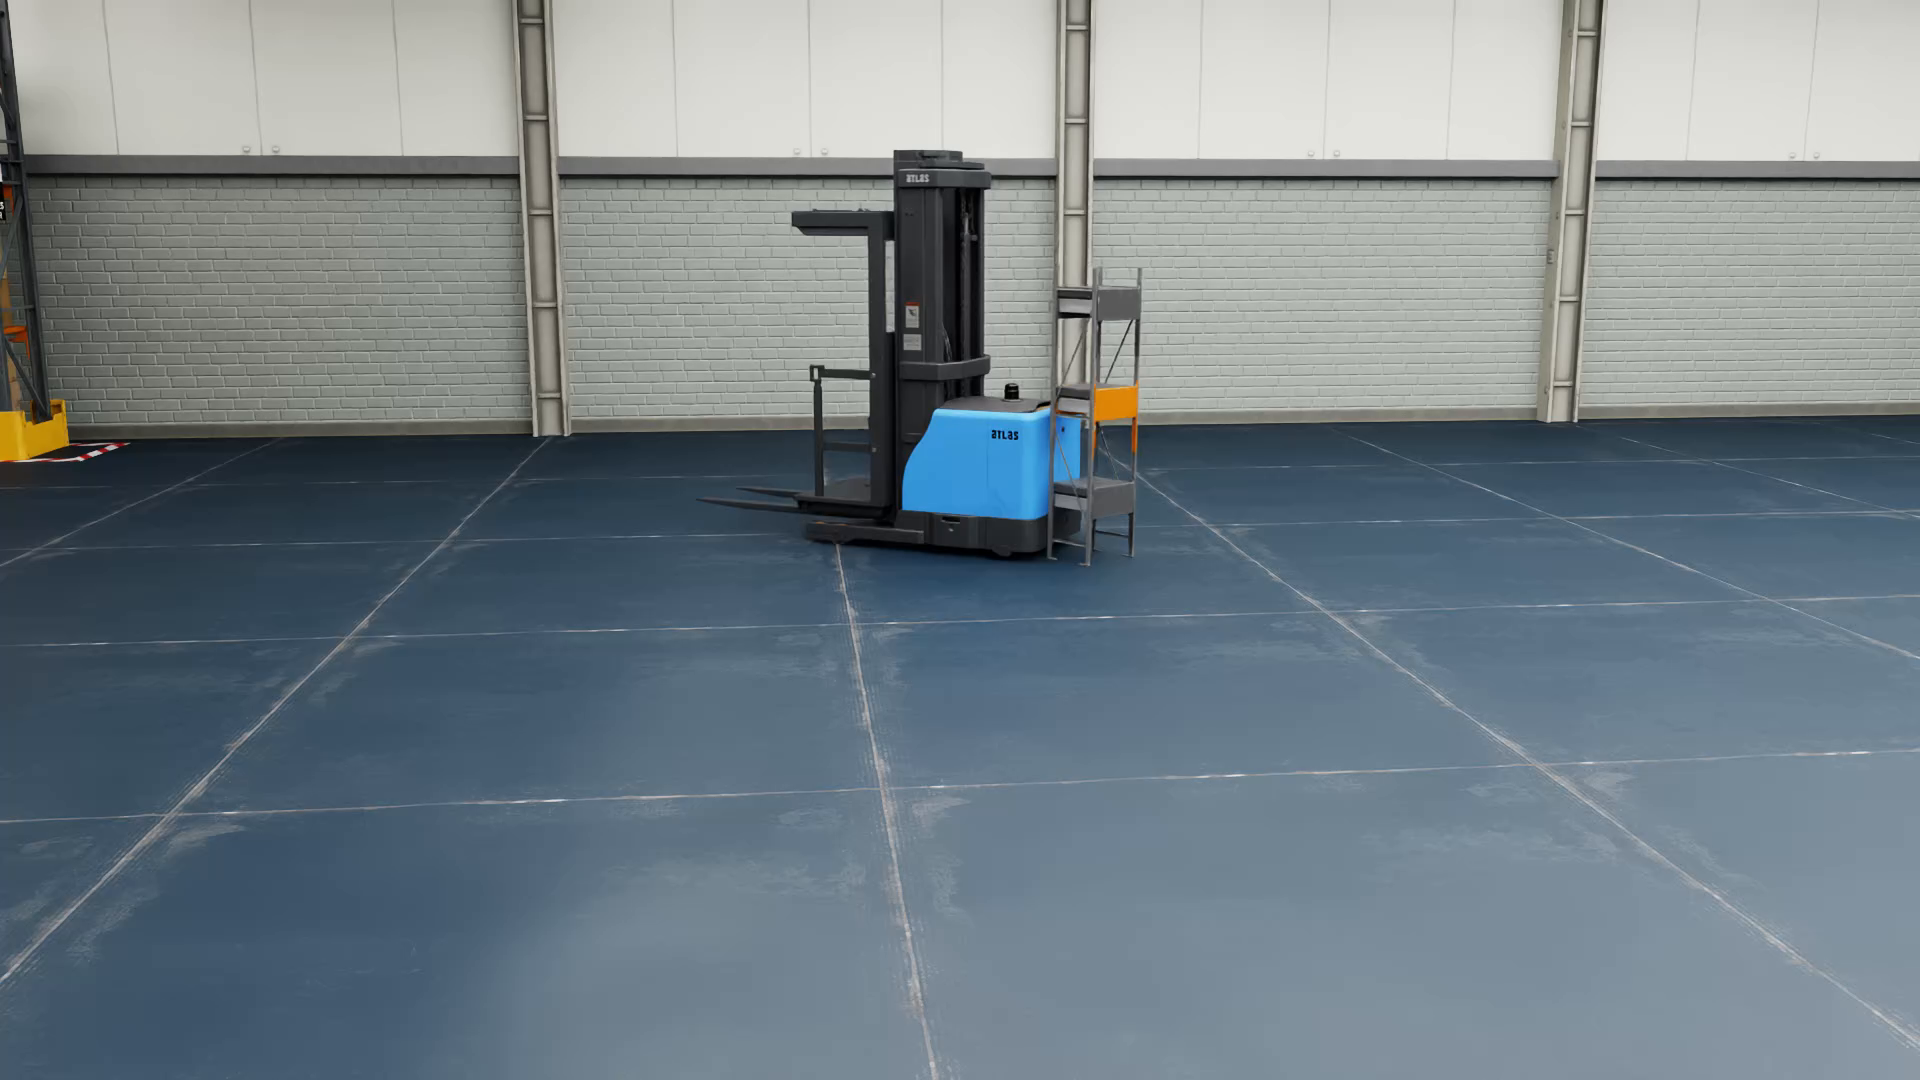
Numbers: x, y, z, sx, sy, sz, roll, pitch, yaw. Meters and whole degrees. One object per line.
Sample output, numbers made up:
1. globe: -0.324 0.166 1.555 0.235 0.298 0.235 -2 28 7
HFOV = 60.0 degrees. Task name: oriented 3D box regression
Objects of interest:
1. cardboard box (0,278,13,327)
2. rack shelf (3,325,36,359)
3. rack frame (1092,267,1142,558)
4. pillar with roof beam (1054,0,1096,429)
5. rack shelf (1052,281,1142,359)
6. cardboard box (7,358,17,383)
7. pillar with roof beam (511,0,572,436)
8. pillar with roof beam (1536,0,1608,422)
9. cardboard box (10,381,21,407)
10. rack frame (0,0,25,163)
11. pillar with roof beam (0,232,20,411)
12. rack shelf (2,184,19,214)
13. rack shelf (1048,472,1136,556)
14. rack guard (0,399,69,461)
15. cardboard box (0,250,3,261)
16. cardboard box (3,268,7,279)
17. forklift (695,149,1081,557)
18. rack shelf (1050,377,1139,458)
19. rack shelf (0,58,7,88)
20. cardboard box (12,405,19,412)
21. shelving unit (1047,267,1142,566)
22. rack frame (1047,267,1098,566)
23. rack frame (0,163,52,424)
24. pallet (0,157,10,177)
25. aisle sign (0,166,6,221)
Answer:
1. cardboard box: -10.355 -2.486 17.481 0.500 0.500 0.500 -1 11 -4
2. rack shelf: -11.821 -2.000 17.129 4.000 0.370 1.077 -1 11 -6
3. rack frame: 1.139 -0.930 12.156 0.400 2.100 0.015 11 15 44
4. pillar with roof beam: 1.773 -4.921 14.571 0.400 9.000 9.100 -1 11 -6
5. rack shelf: 0.975 -1.576 11.860 0.431 0.518 0.480 11 15 44
6. cardboard box: -10.331 -1.768 17.534 0.500 0.250 0.500 -1 11 -7
7. pillar with roof beam: -4.192 -4.796 13.935 0.400 9.000 9.100 -1 11 -6
8. pillar with roof beam: 7.737 -5.046 15.207 0.400 9.000 9.100 -1 11 -6
9. cardboard box: -10.322 -1.527 17.601 0.500 0.250 0.500 -1 11 -5
10. rack frame: -9.833 -5.338 16.693 0.127 3.000 1.000 -1 11 -6
11. pillar with roof beam: -10.157 -4.671 13.299 0.400 9.000 9.100 -1 11 -6
12. rack shelf: -11.821 -3.472 16.840 4.000 0.370 1.077 -1 11 -6
13. rack shelf: 0.959 -0.199 12.116 0.431 0.518 0.480 11 15 44
14. rack guard: -9.809 -1.168 17.516 0.348 0.500 1.175 -1 11 -6
15. cardboard box: -10.190 -2.942 17.344 0.250 0.149 0.380 -1 11 -7
16. cardboard box: -10.198 -2.805 17.417 0.250 0.149 0.380 -1 11 -8
17. forklift: -0.625 -1.485 12.824 3.031 2.935 1.130 5 12 24
18. rack shelf: 0.967 -0.887 11.988 0.431 0.518 0.480 11 15 44
19. rack shelf: -11.821 -4.747 16.589 4.000 0.370 1.077 -1 11 -6
20. cardboard box: -10.342 -1.279 17.635 0.500 0.250 0.500 -1 11 -6
21. shelving unit: 0.967 -0.901 11.986 0.431 2.100 0.503 11 15 44
22. rack frame: 0.795 -0.871 11.815 0.400 2.100 0.015 11 15 44
23. rack frame: -9.833 -2.394 17.272 0.127 3.000 1.000 -1 11 -6
24. pallet: -10.538 -3.813 16.941 1.213 0.211 1.003 -1 11 -6
25. aisle sign: -9.736 -3.615 16.742 0.004 0.787 0.394 -1 11 -6
